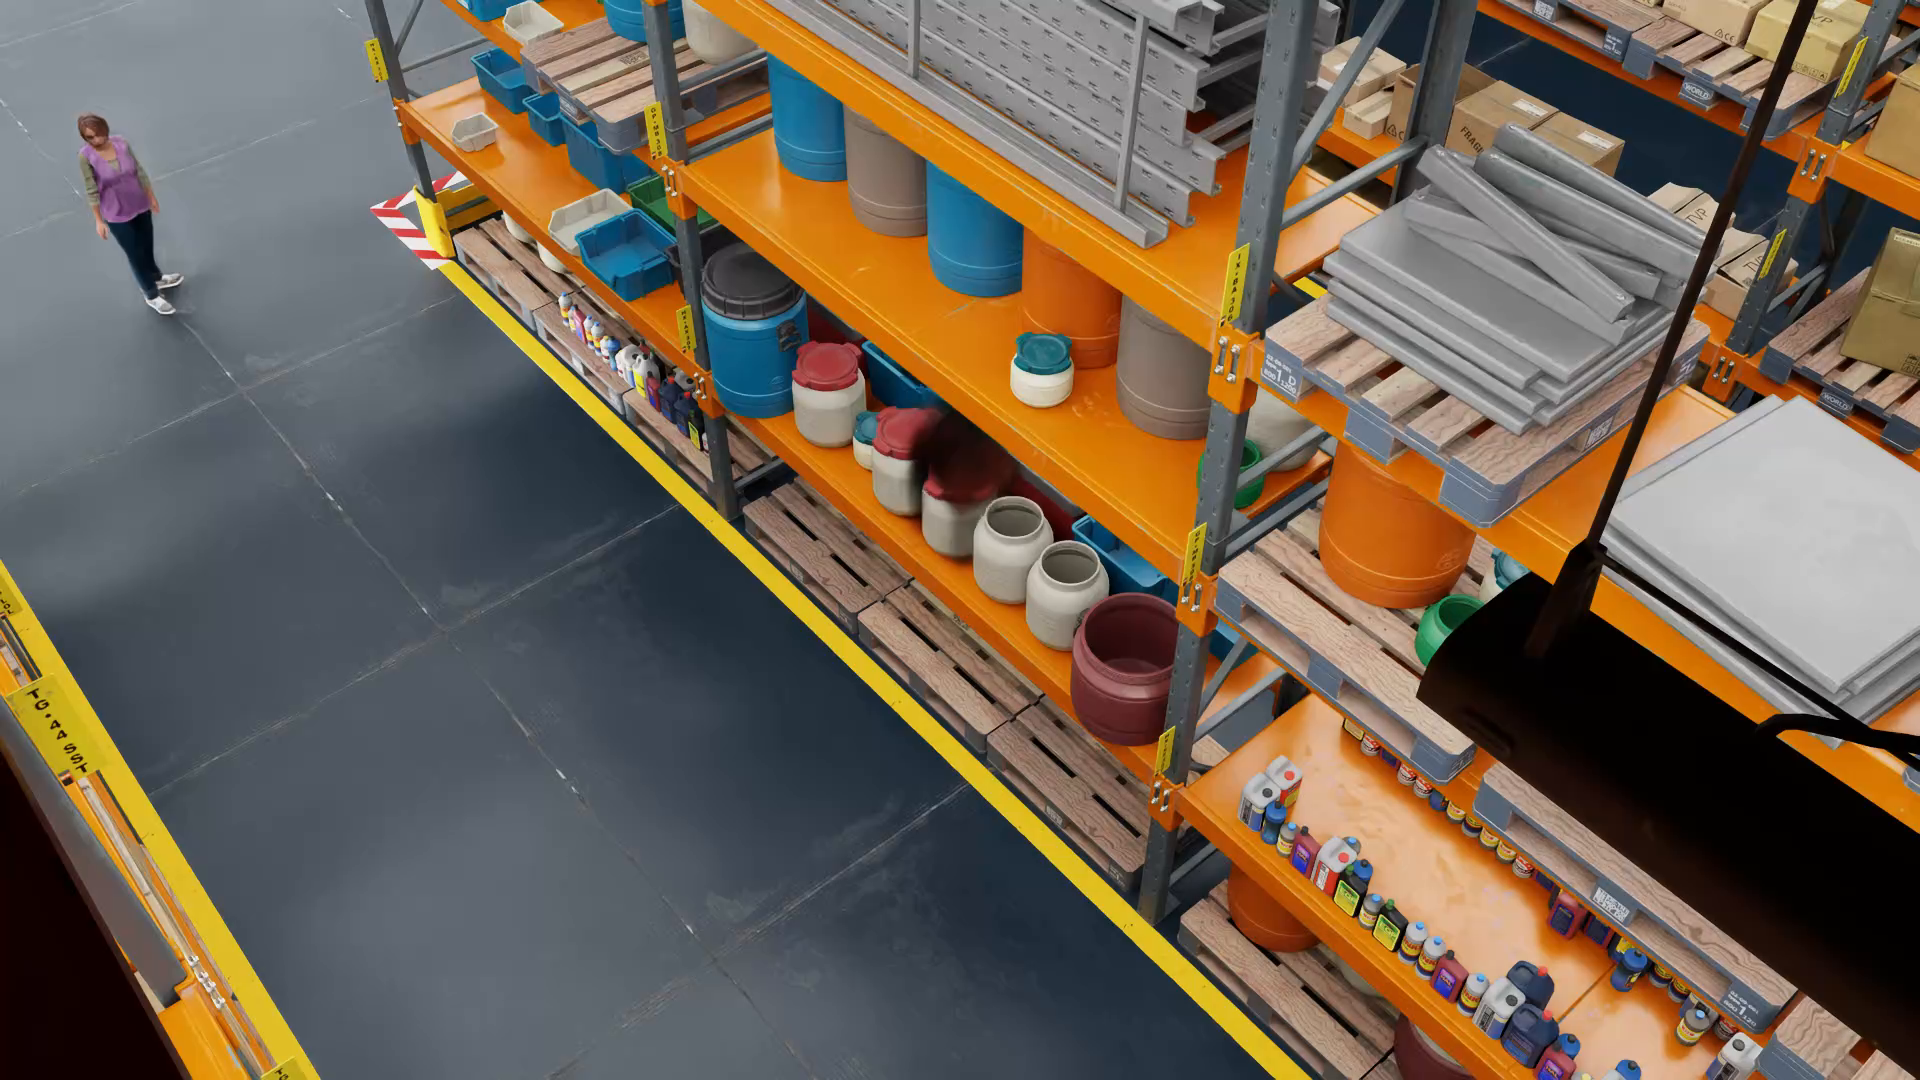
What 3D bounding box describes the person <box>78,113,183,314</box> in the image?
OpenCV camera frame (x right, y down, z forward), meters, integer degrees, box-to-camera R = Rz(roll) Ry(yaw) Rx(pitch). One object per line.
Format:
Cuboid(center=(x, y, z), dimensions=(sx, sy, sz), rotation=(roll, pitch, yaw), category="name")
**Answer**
Cuboid(center=(-6.086, -2.365, 12.194), dimensions=(0.395, 1.502, 0.479), rotation=(20, 50, 18), category="person")
